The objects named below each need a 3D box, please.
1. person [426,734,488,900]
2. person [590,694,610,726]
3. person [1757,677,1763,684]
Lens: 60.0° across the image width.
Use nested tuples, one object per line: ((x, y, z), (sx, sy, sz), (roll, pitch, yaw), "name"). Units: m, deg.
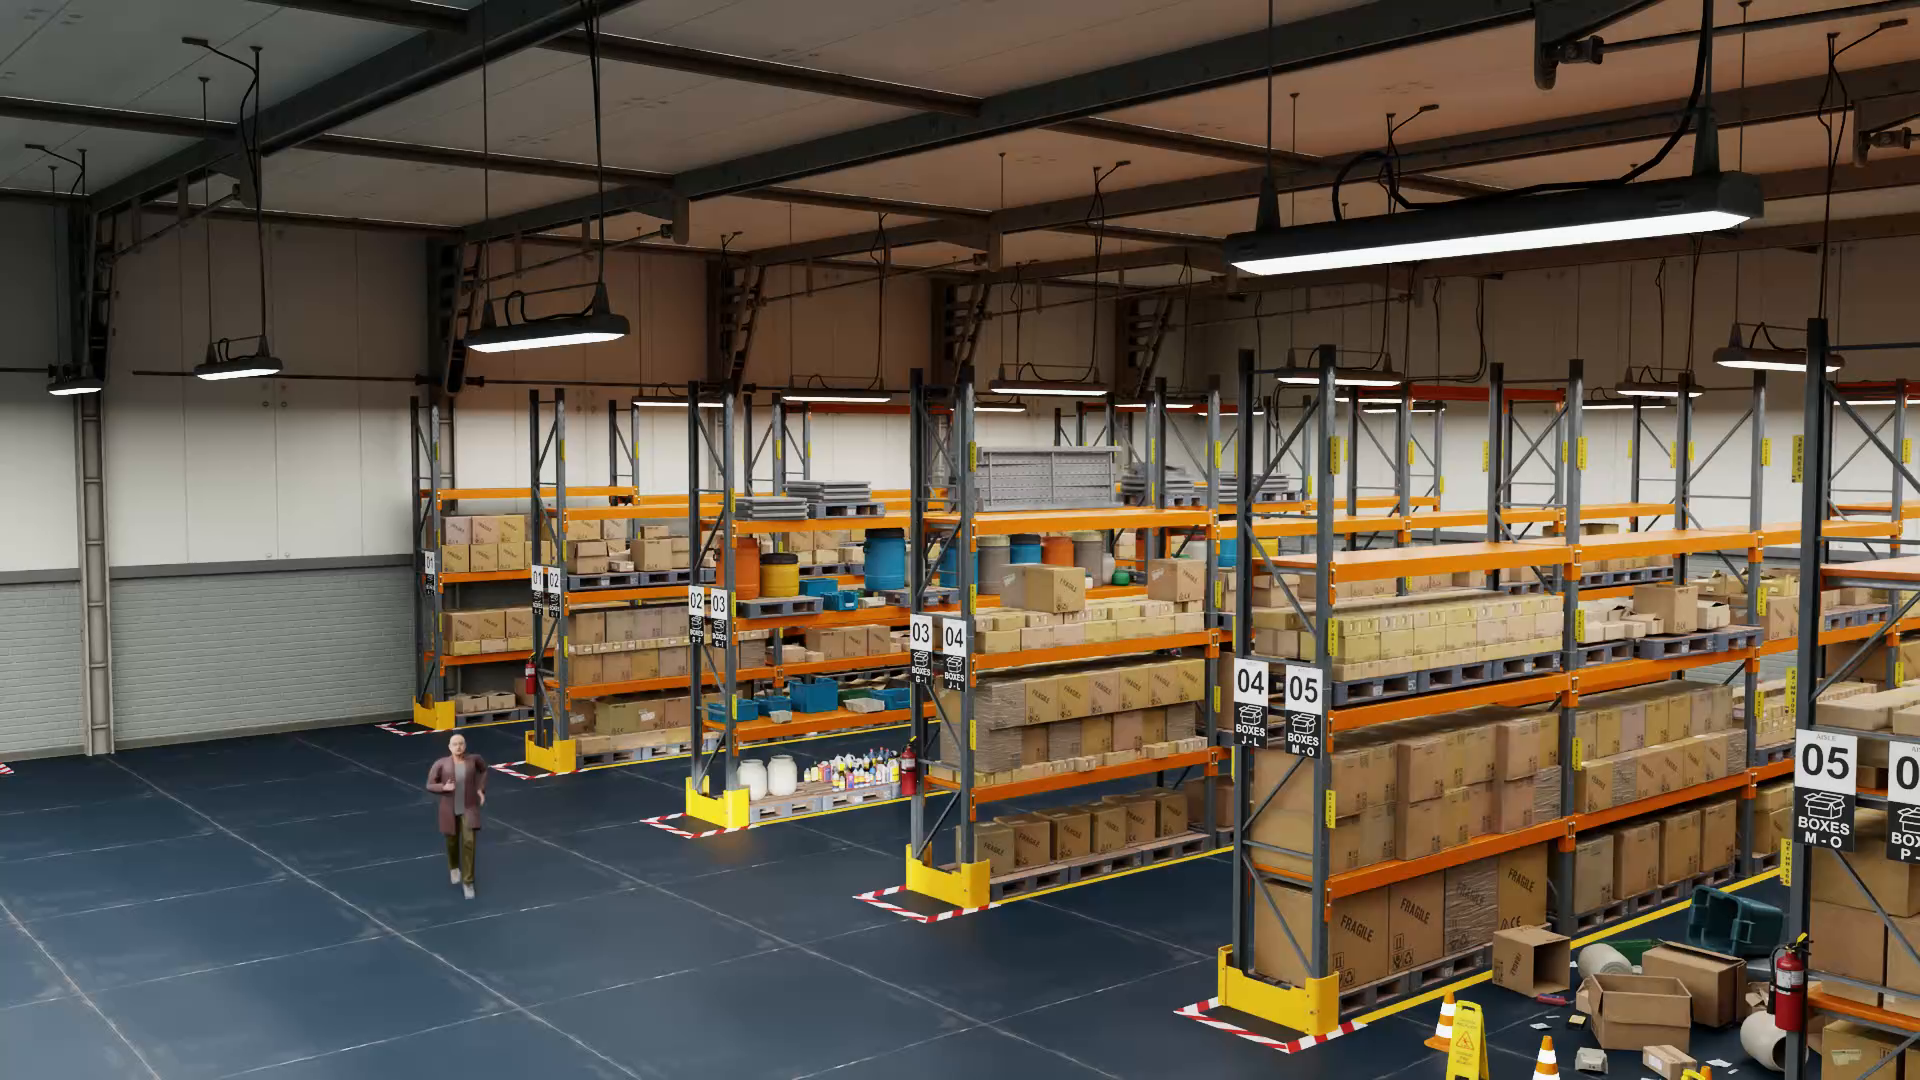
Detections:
((-5.745, 3.122, 19.049), (0.698, 1.804, 0.981), (-1, 4, -19), "person")
((-6.086, 2.667, 28.606), (0.493, 1.683, 0.799), (3, 4, 41), "person")
((11.754, 2.871, 24.603), (0.880, 1.721, 0.662), (-2, 4, -35), "person")
